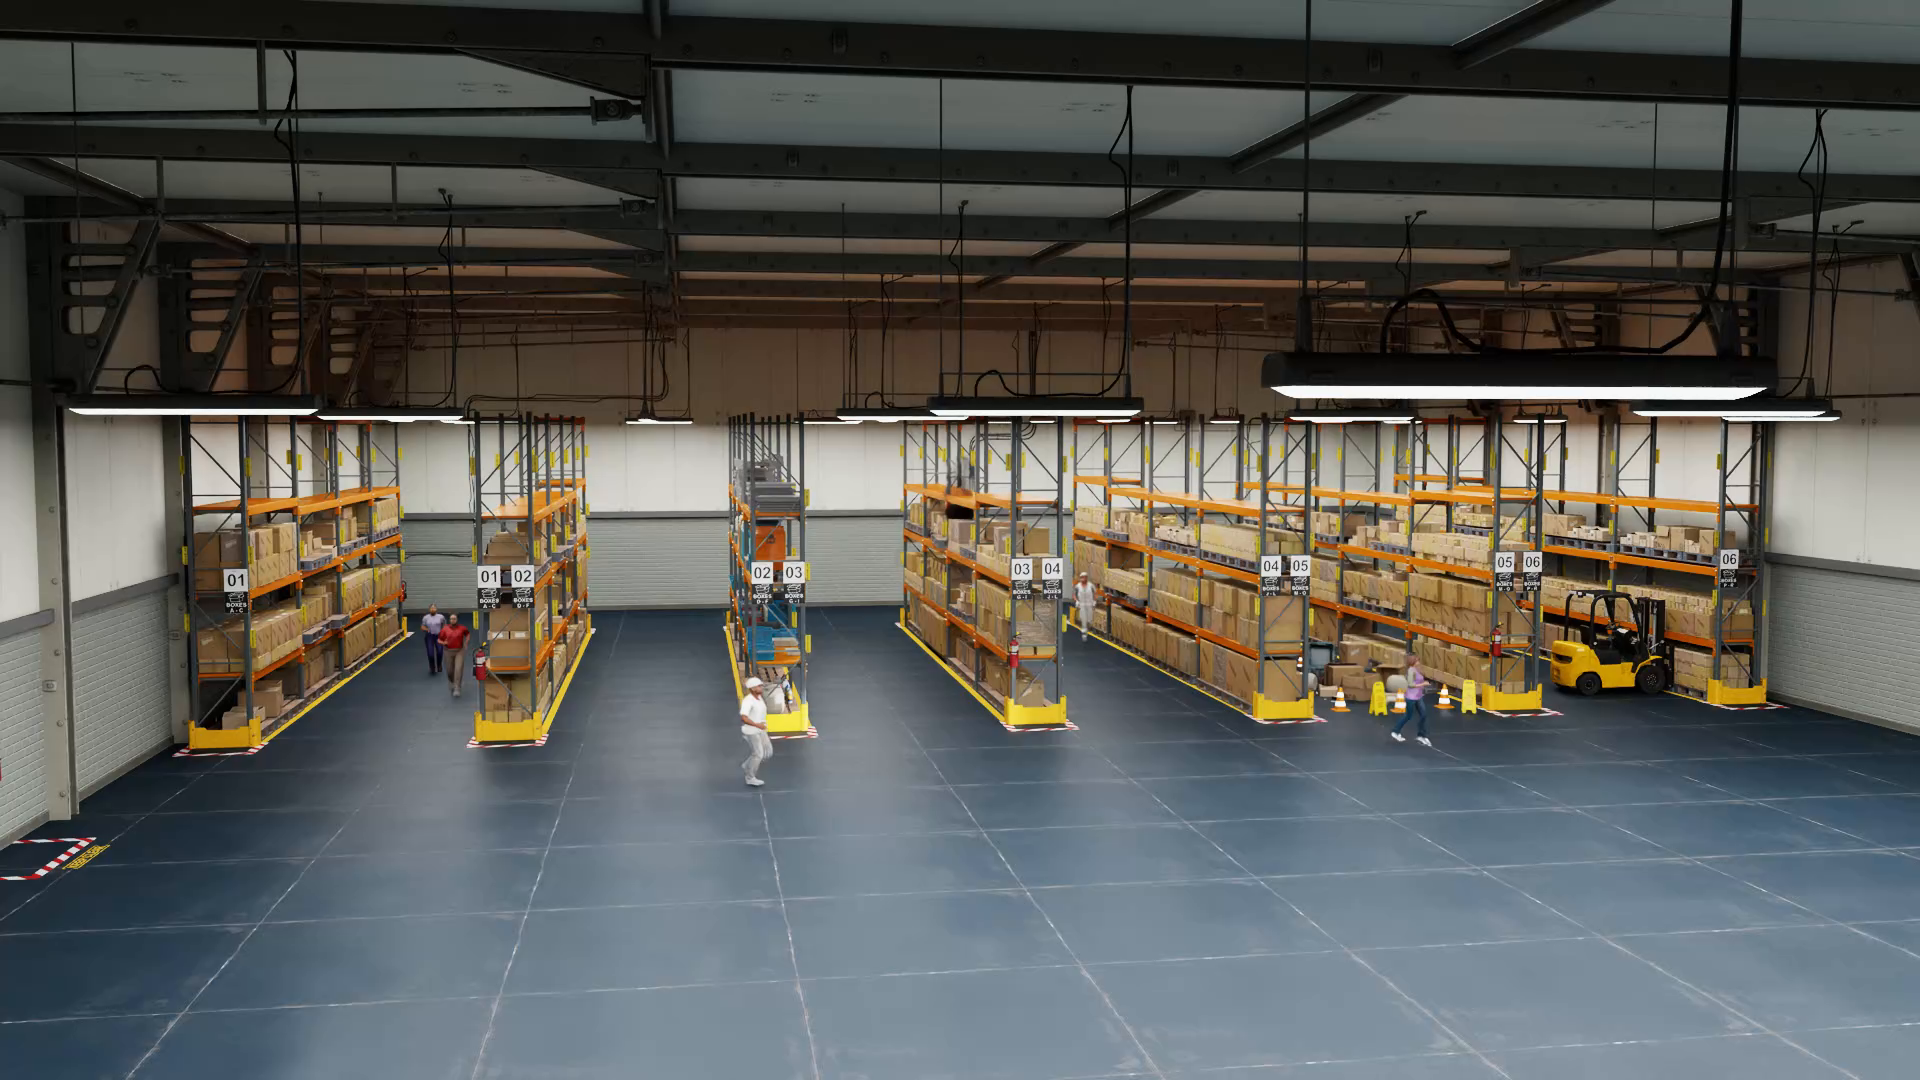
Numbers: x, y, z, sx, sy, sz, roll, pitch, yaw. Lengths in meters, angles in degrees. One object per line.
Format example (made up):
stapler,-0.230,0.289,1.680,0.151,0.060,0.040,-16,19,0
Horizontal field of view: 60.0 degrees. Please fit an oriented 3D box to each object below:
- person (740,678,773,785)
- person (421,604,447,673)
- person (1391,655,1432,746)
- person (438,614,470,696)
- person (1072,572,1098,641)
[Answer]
person,-3.266,3.051,26.503,0.570,1.724,0.691,1,4,16
person,-12.170,2.295,38.494,0.591,1.618,0.576,-1,4,-18
person,8.129,2.876,29.924,0.719,1.635,0.524,3,5,35
person,-10.760,2.424,35.368,0.665,1.699,1.010,-1,4,-15
person,3.173,1.685,42.300,0.659,1.754,0.674,0,4,-1
